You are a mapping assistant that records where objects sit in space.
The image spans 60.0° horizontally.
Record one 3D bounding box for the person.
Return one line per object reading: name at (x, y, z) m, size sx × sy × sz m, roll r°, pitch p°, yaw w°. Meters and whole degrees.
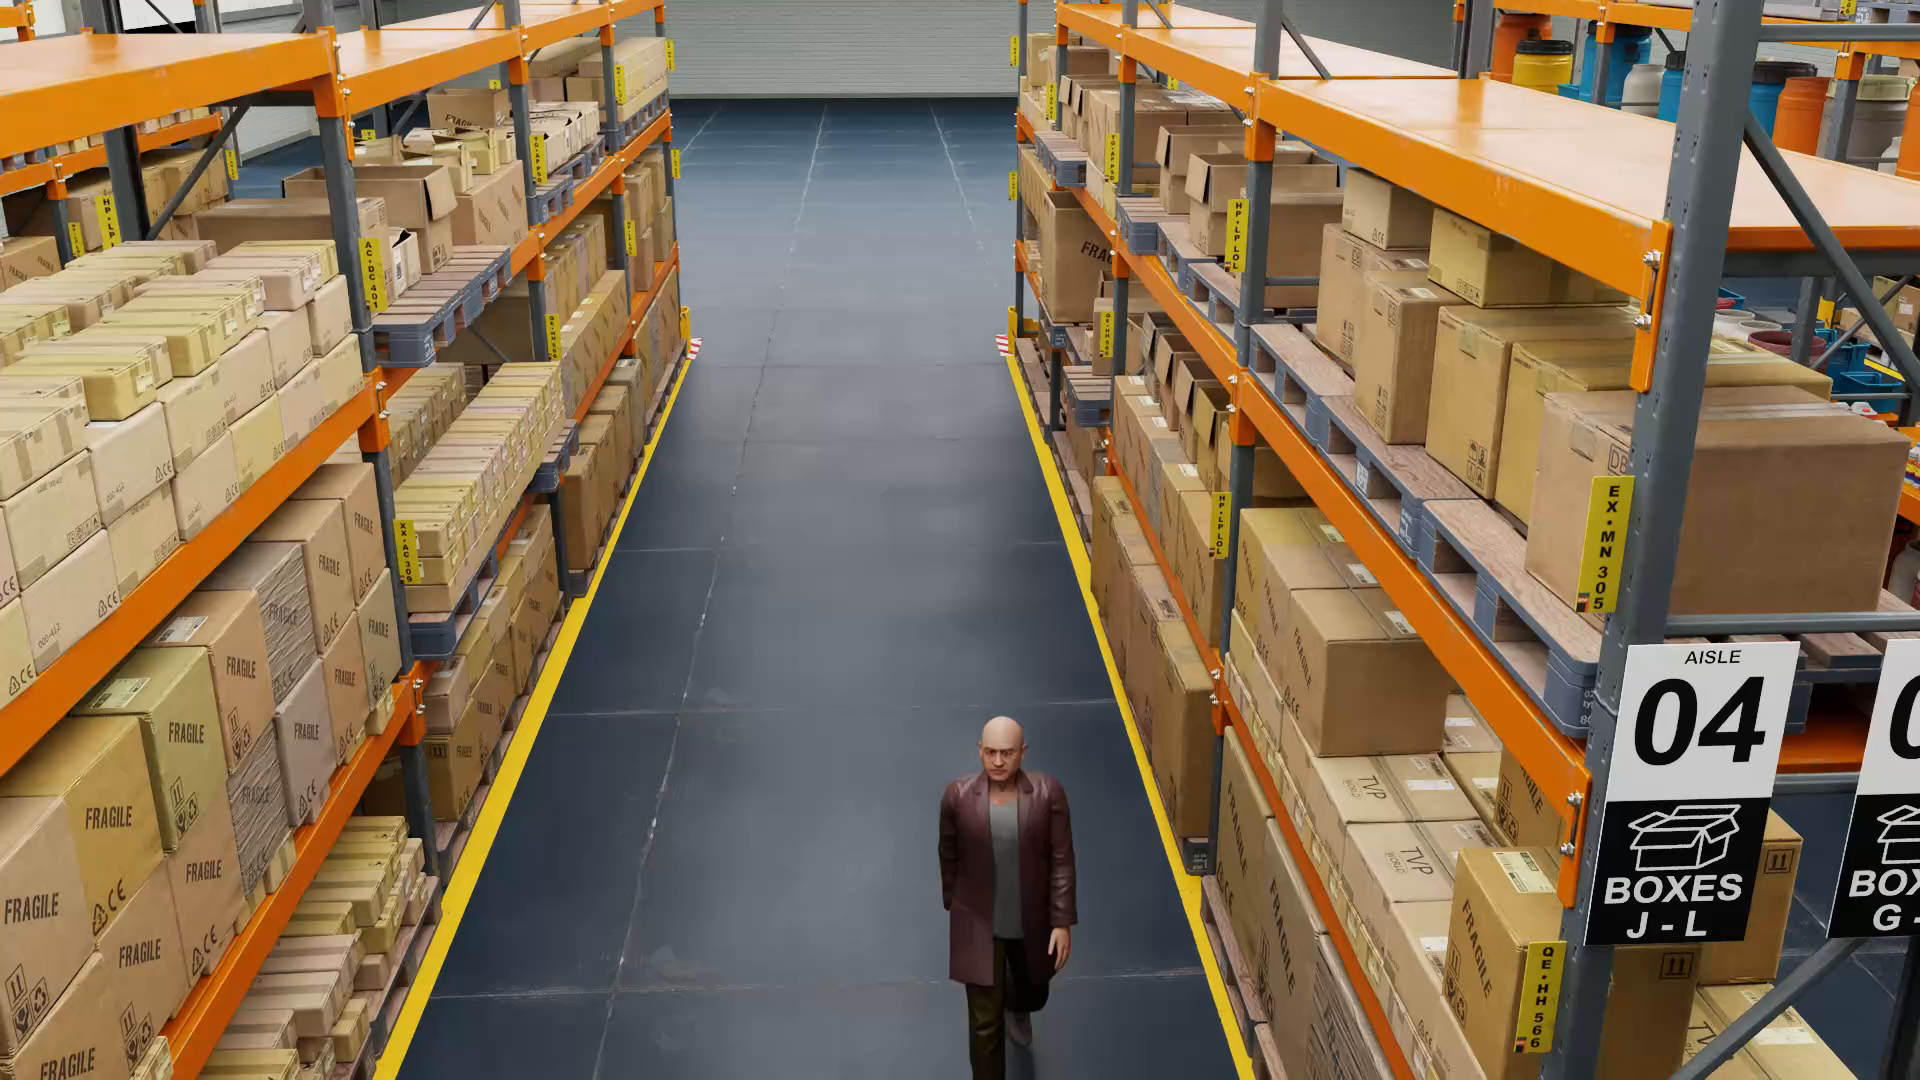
person at (0.193, 1.540, 6.877) m, size 0.556 × 1.743 × 1.005 m, roll -1°, pitch 20°, yaw -4°
